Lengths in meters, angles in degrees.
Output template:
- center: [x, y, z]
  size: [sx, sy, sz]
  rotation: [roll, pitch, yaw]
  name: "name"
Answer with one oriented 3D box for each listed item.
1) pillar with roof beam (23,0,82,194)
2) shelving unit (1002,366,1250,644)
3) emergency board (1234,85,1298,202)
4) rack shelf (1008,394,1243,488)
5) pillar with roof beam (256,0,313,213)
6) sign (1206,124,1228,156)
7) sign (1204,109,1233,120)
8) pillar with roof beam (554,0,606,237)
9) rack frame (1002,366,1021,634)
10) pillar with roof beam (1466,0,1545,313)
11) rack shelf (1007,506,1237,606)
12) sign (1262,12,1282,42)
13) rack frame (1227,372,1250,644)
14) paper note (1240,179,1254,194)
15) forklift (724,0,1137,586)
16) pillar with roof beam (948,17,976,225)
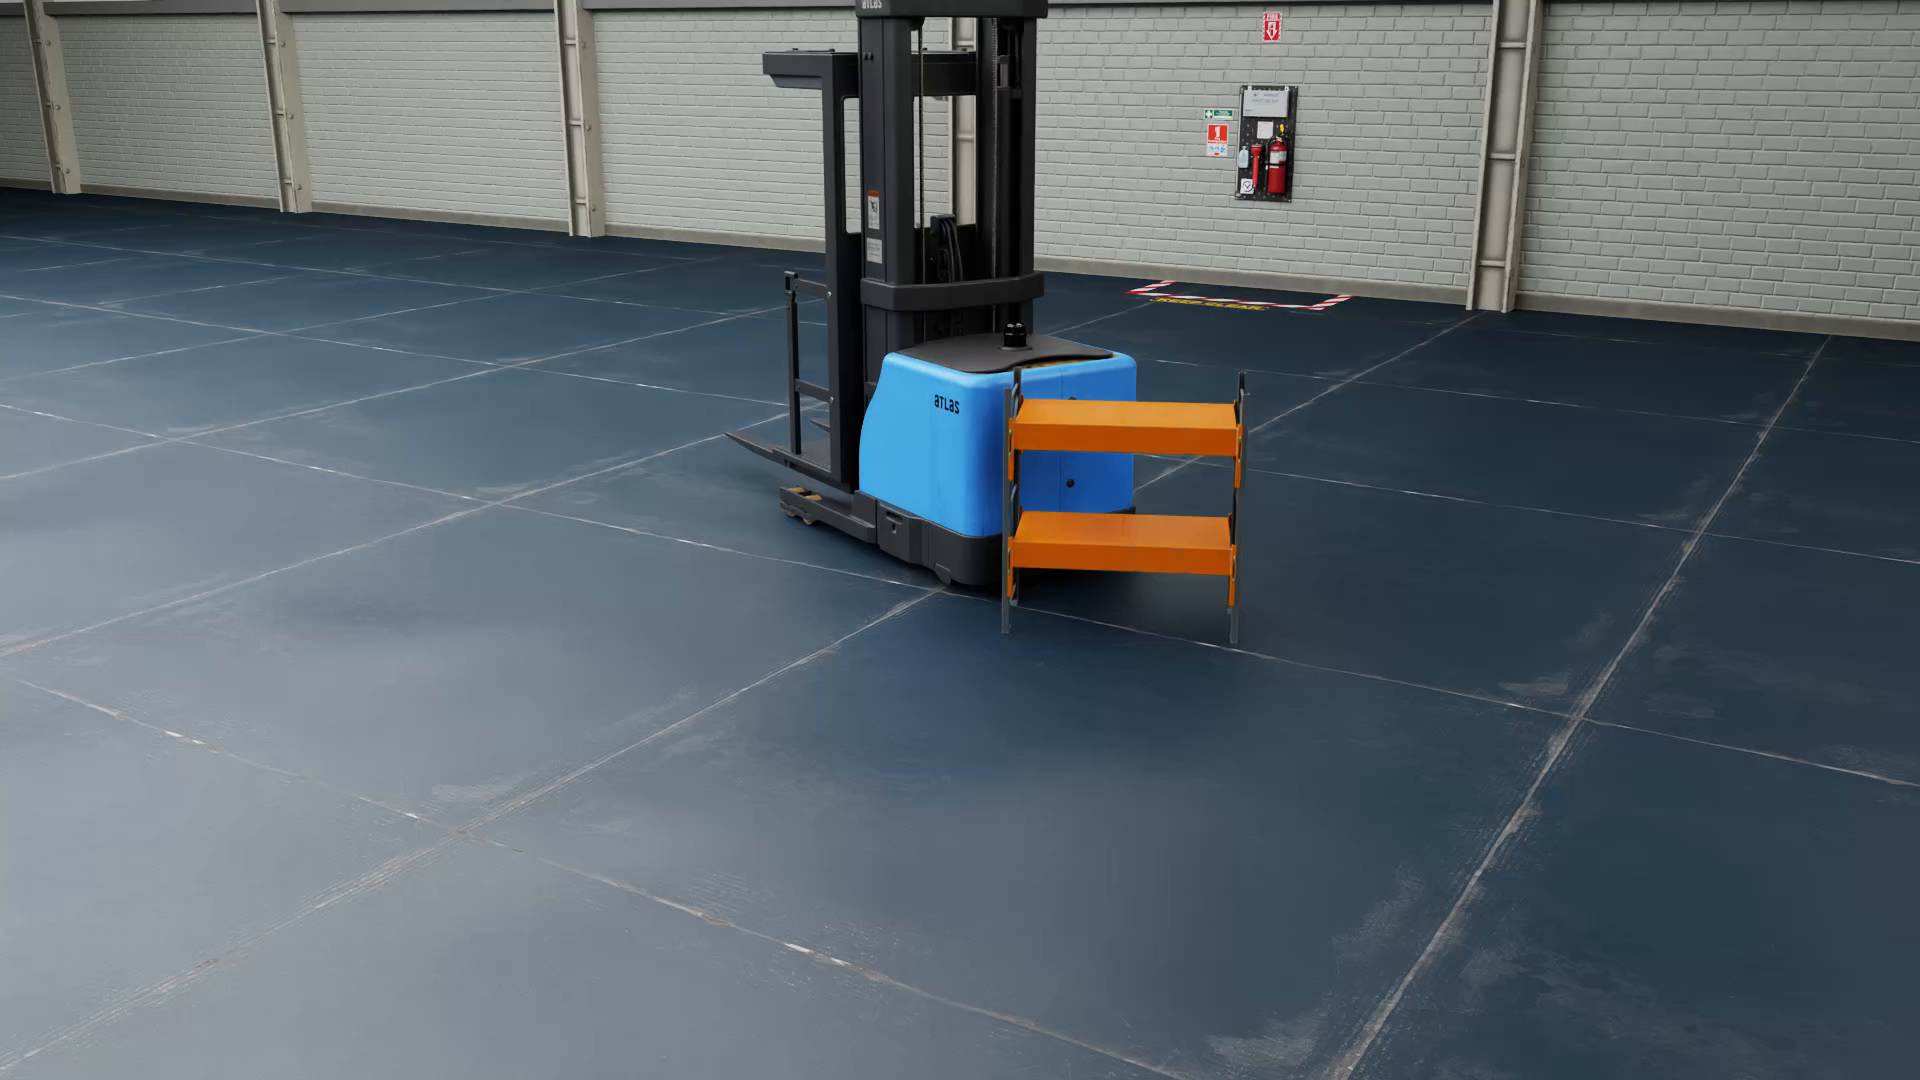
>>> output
- center: [-17.483, -9.165, 23.572]
  size: [0.400, 9.000, 9.100]
  rotation: [10, 20, 30]
  name: "pillar with roof beam"
- center: [0.739, -0.168, 7.499]
  size: [1.048, 1.125, 0.538]
  rotation: [2, 17, 7]
  name: "shelving unit"
- center: [3.135, -4.096, 17.204]
  size: [0.643, 1.169, 0.194]
  rotation: [10, 20, 30]
  name: "emergency board"
- center: [0.739, -0.448, 7.414]
  size: [1.000, 0.278, 0.538]
  rotation: [2, 17, 7]
  name: "rack shelf"
- center: [-12.370, -8.253, 20.567]
  size: [0.400, 9.000, 9.100]
  rotation: [10, 20, 30]
  name: "pillar with roof beam"
- center: [2.718, -4.223, 17.560]
  size: [0.234, 0.329, 0.001]
  rotation: [10, 20, 30]
  name: "sign"
- center: [2.717, -4.473, 17.473]
  size: [0.331, 0.109, 0.001]
  rotation: [10, 20, 30]
  name: "sign"
- center: [-7.258, -7.340, 17.563]
  size: [0.400, 9.000, 9.100]
  rotation: [10, 20, 30]
  name: "pillar with roof beam"
- center: [0.235, -0.187, 7.560]
  size: [0.032, 1.125, 0.500]
  rotation: [2, 17, 7]
  name: "rack frame"
- center: [2.968, -5.515, 11.554]
  size: [0.400, 9.000, 9.100]
  rotation: [10, 20, 30]
  name: "pillar with roof beam"
- center: [0.739, 0.066, 7.570]
  size: [1.000, 0.278, 0.538]
  rotation: [2, 17, 7]
  name: "rack shelf"
- center: [3.180, -5.231, 16.953]
  size: [0.199, 0.298, 0.001]
  rotation: [10, 20, 30]
  name: "sign"
- center: [1.244, -0.149, 7.438]
  size: [0.032, 1.125, 0.500]
  rotation: [2, 17, 7]
  name: "rack frame"
- center: [3.020, -3.718, 17.477]
  size: [0.142, 0.148, 0.016]
  rotation: [10, 20, 30]
  name: "paper note"
- center: [-0.350, -1.555, 8.956]
  size: [1.130, 2.935, 3.031]
  rotation: [-11, 20, -32]
  name: "forklift"
- center: [-2.145, -6.427, 14.558]
  size: [0.400, 9.000, 9.100]
  rotation: [10, 20, 30]
  name: "pillar with roof beam"
